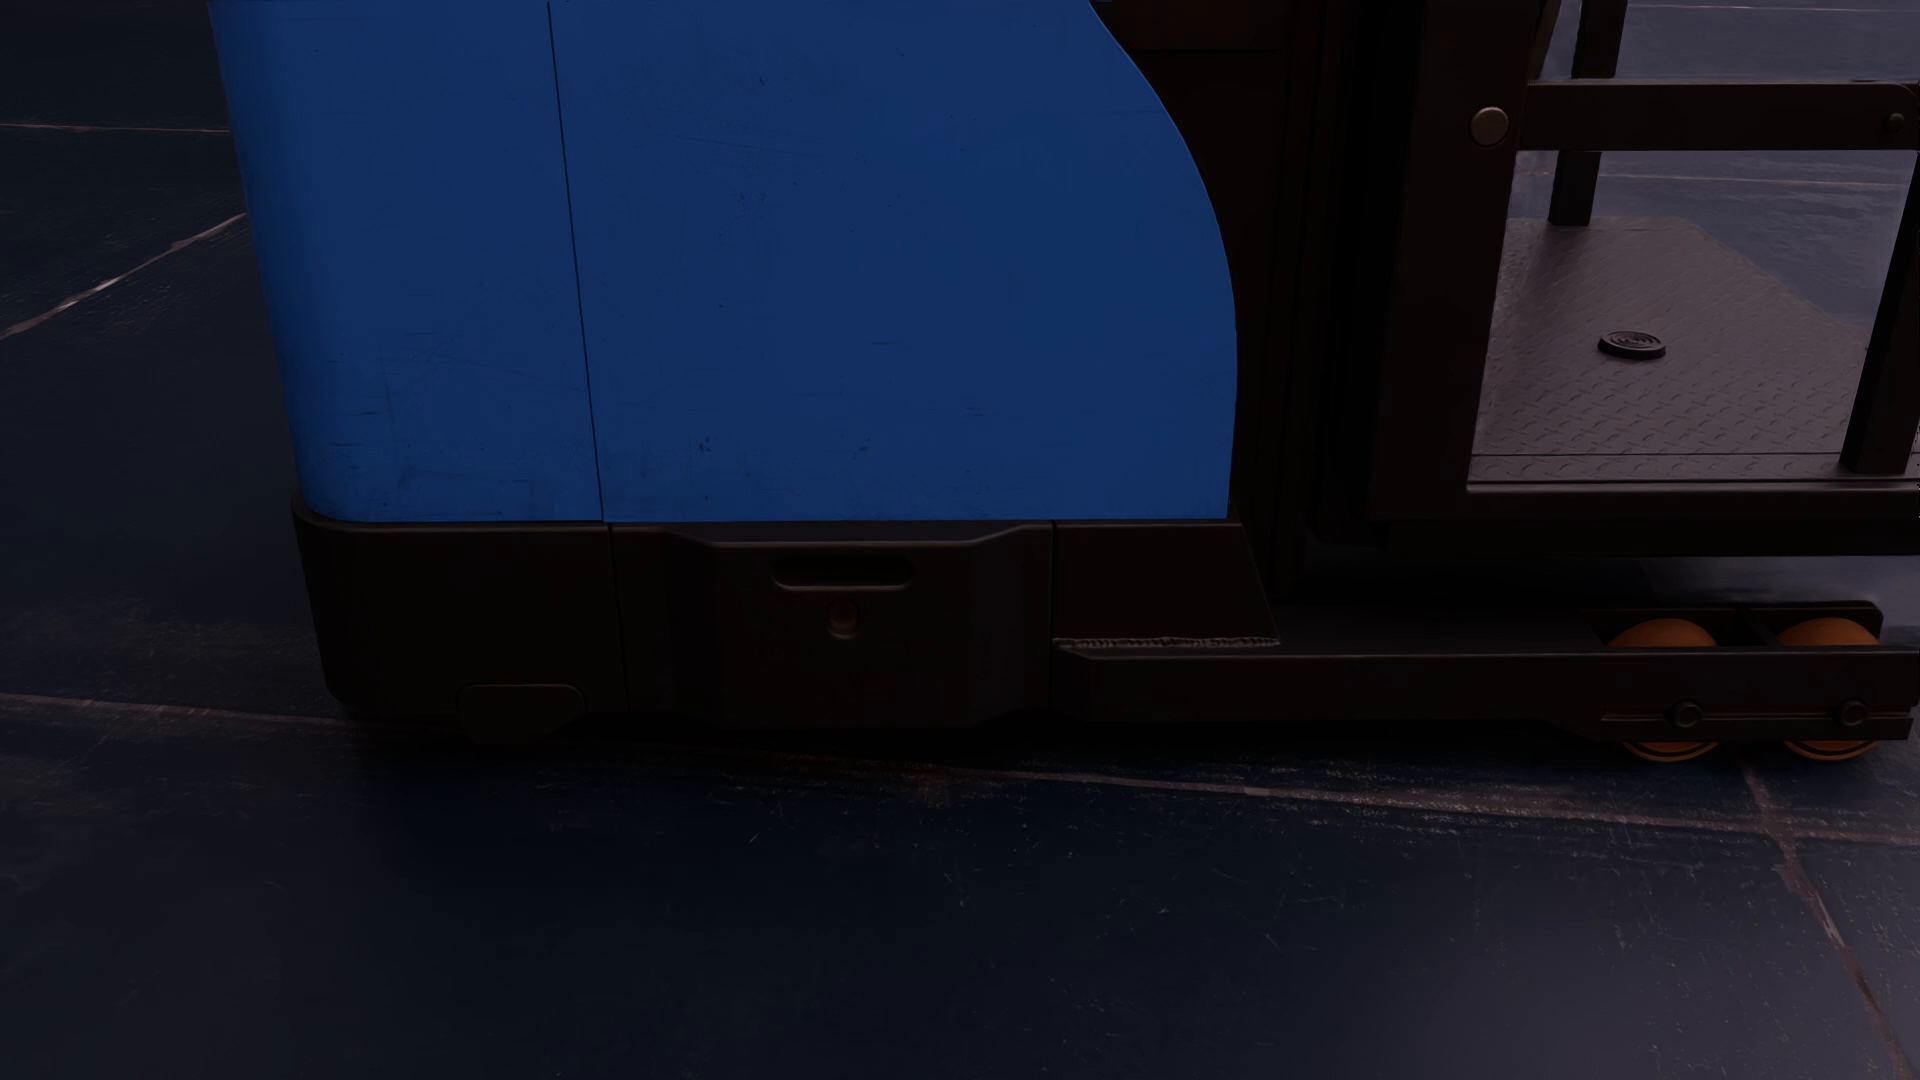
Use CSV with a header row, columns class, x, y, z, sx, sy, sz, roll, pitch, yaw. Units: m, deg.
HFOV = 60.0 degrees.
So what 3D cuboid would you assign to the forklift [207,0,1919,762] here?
class,x,y,z,sx,sy,sz,roll,pitch,yaw
forklift,0.743,-1.287,1.796,3.031,2.935,1.130,0,27,-1
